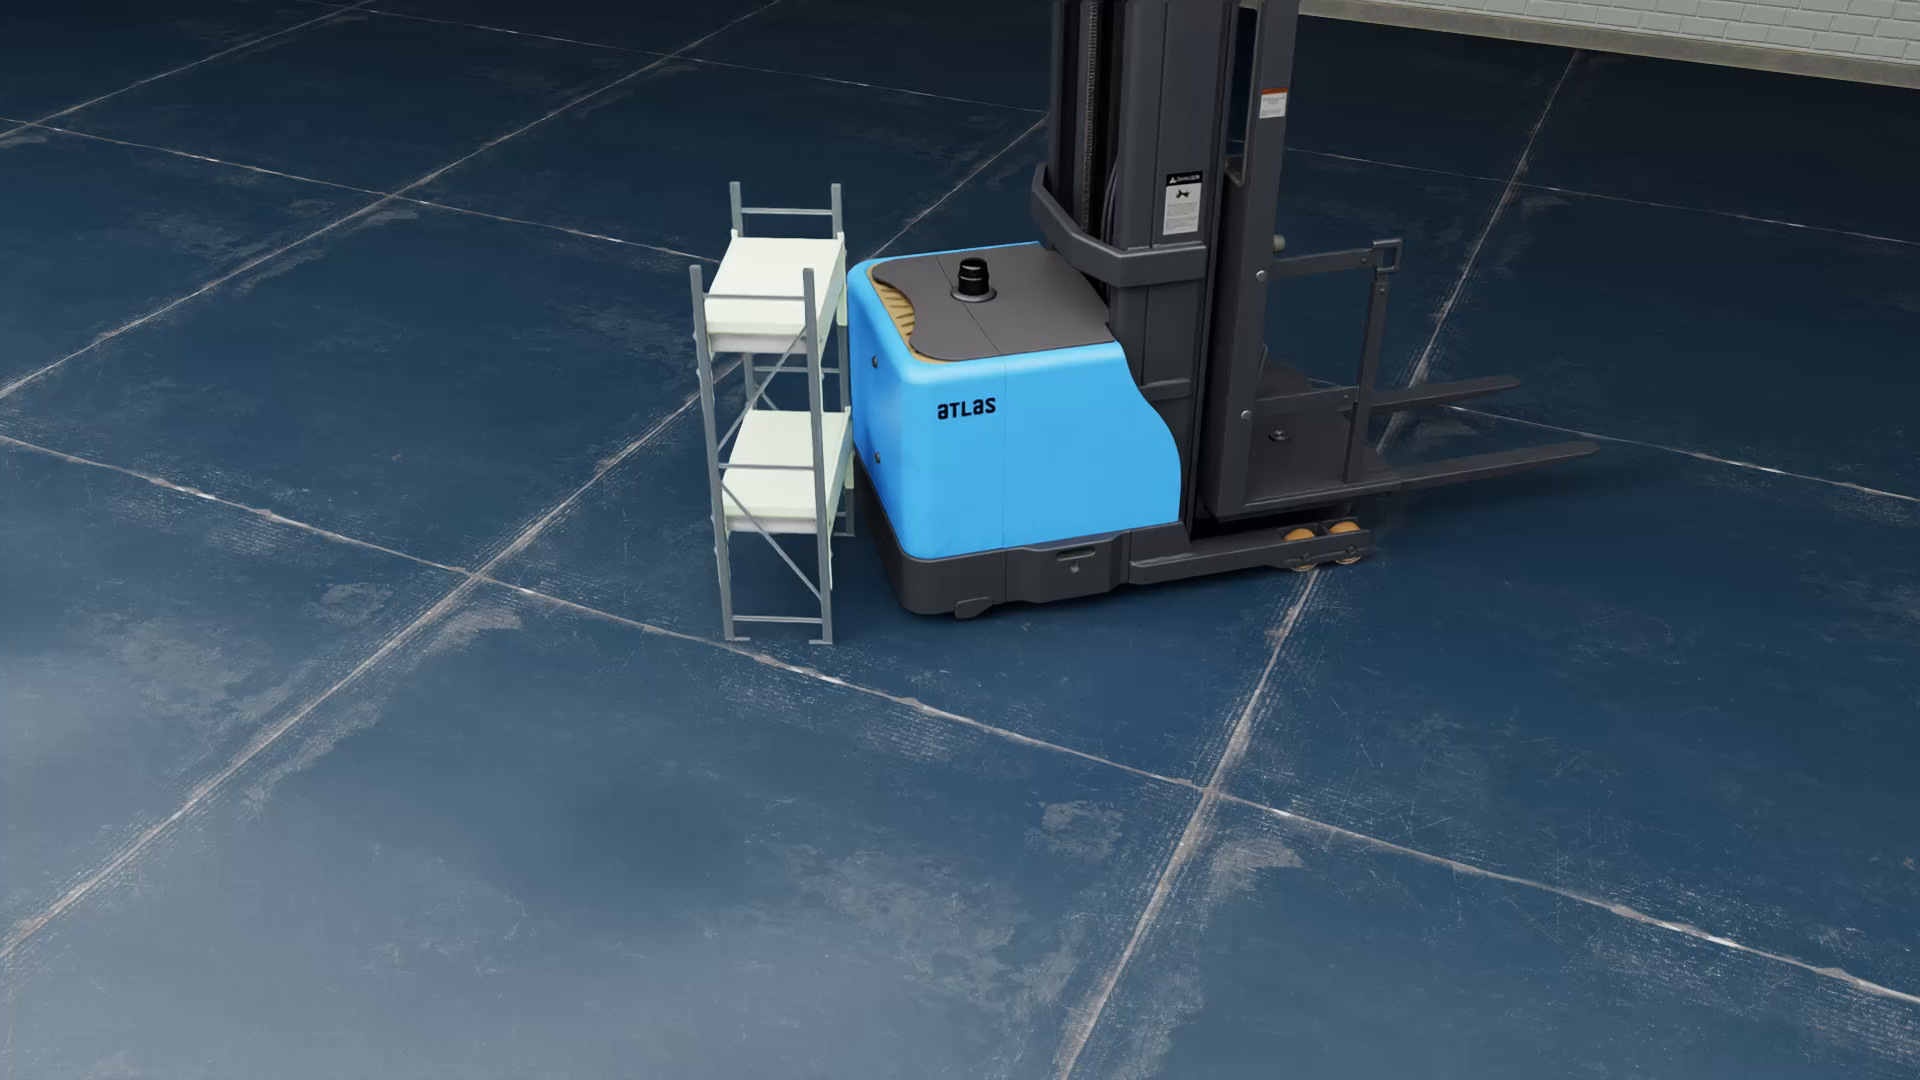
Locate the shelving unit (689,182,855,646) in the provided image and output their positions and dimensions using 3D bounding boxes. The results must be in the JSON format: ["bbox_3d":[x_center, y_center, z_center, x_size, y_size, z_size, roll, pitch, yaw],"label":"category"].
[{"bbox_3d":[-0.649,-0.449,6.067,0.431,1.500,0.755,2,33,3],"label":"shelving unit"}]

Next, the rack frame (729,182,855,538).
[{"bbox_3d":[-0.627,-0.649,6.373,0.400,1.500,0.023,2,33,3],"label":"rack frame"}]

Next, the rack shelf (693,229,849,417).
[{"bbox_3d":[-0.649,-0.776,5.853,0.431,0.370,0.720,2,33,3],"label":"rack shelf"}]

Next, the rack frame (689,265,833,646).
[{"bbox_3d":[-0.671,-0.249,5.762,0.400,1.500,0.023,2,33,3],"label":"rack frame"}]

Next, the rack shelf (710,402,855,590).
[{"bbox_3d":[-0.649,-0.177,6.246,0.431,0.370,0.720,2,33,3],"label":"rack shelf"}]

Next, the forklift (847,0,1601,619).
[{"bbox_3d":[1.125,-1.372,6.169,3.031,2.935,1.130,-9,34,-13],"label":"forklift"}]
